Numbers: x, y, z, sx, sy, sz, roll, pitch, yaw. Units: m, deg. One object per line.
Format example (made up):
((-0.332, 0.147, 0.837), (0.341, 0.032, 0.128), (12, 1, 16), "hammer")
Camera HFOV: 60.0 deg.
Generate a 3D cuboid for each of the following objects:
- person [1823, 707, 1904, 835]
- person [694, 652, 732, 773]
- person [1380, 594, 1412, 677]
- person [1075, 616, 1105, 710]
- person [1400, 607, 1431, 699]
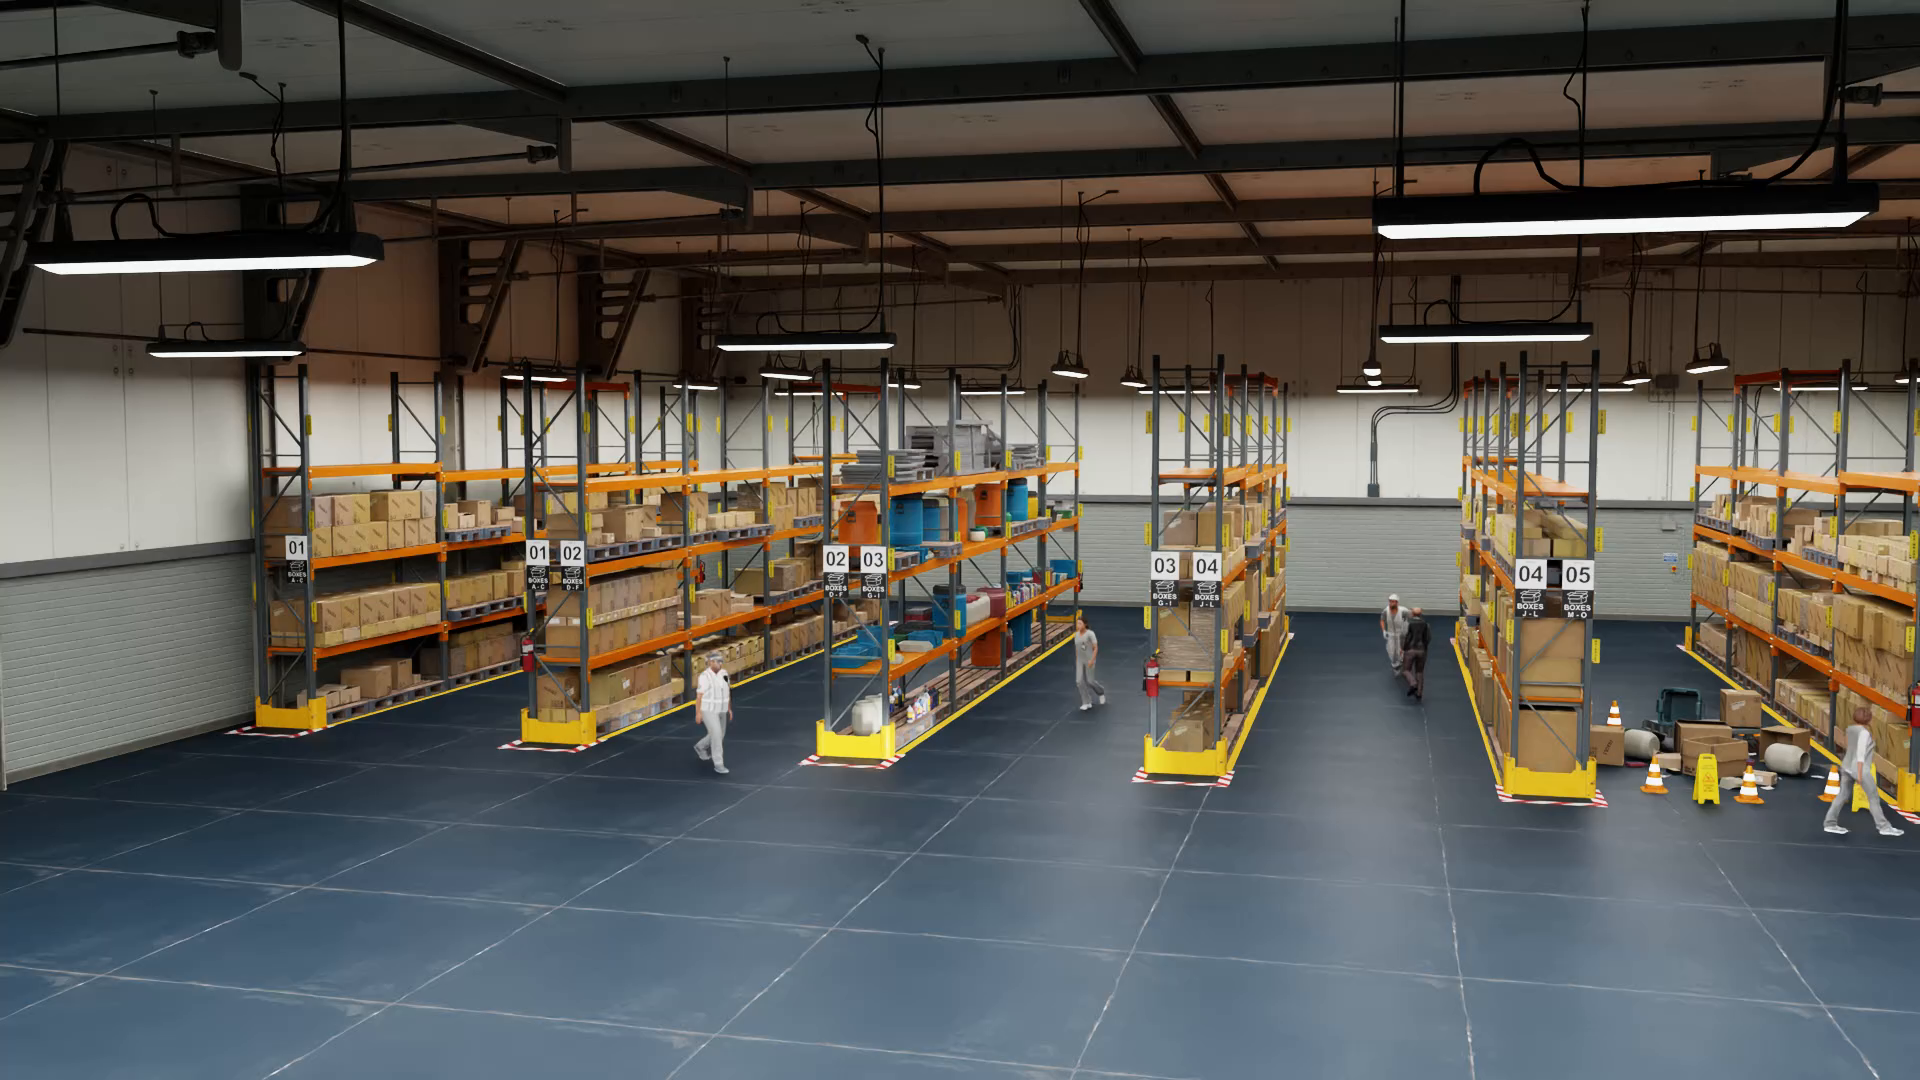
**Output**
((10.979, 2.808, 20.247), (0.876, 1.549, 0.454), (0, 4, -7), "person")
((-3.605, 2.466, 24.272), (1.018, 1.710, 0.549), (3, 5, 38), "person")
((8.663, 1.896, 32.913), (0.696, 1.686, 0.628), (2, 4, 24), "person")
((2.301, 2.155, 29.495), (0.498, 1.645, 0.647), (3, 5, 38), "person")
((8.373, 2.071, 30.535), (0.605, 1.664, 0.723), (0, 4, 0), "person")
